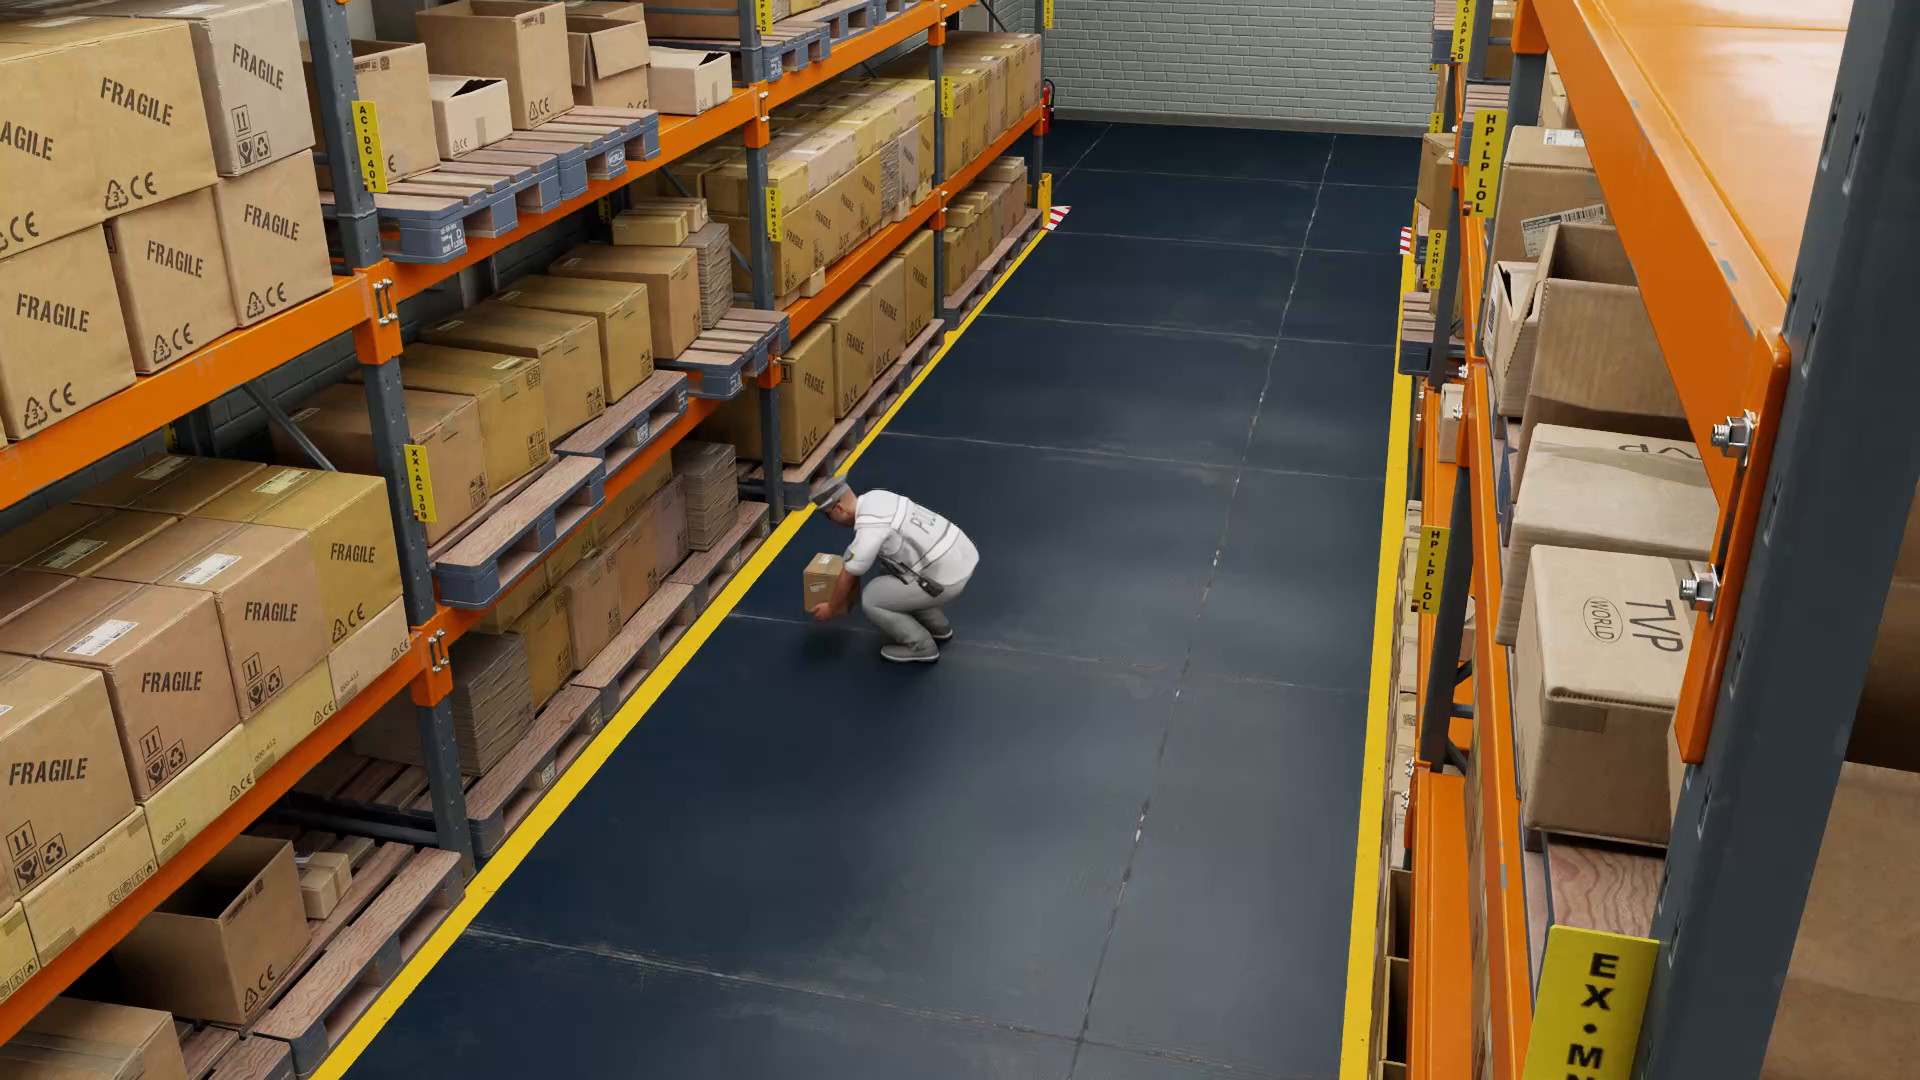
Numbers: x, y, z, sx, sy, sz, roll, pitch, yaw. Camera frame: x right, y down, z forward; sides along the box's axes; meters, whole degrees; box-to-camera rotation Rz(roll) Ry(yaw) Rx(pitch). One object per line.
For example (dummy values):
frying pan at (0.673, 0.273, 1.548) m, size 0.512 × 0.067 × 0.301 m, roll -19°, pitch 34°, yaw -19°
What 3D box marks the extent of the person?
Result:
person at (-0.368, 0.135, 9.174) m, size 0.914 × 1.028 × 0.565 m, roll 6°, pitch 26°, yaw 13°
